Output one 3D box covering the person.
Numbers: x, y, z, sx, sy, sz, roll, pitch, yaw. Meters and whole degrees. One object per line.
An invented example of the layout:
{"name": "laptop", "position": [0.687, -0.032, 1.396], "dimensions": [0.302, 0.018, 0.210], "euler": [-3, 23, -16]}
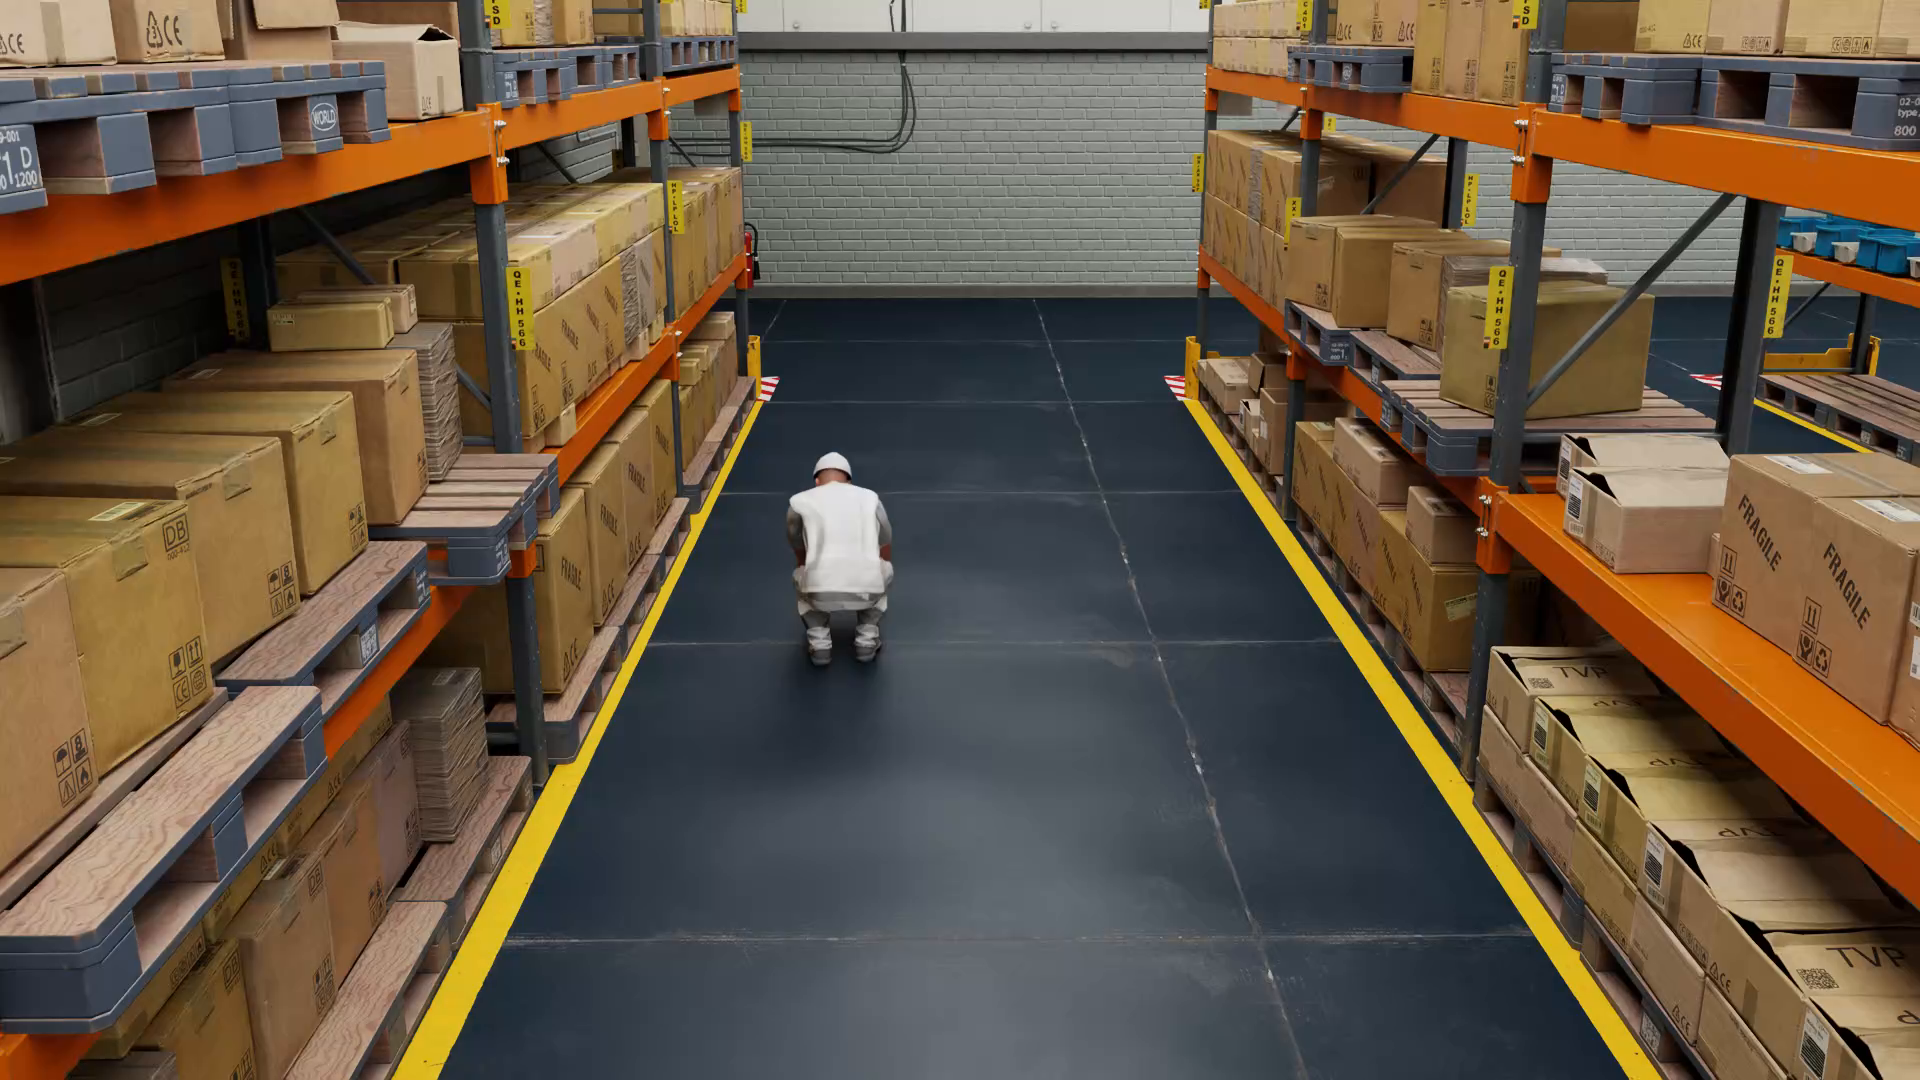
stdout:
{"name": "person", "position": [-0.624, 0.093, 8.579], "dimensions": [0.565, 0.990, 0.882], "euler": [0, 17, -1]}
